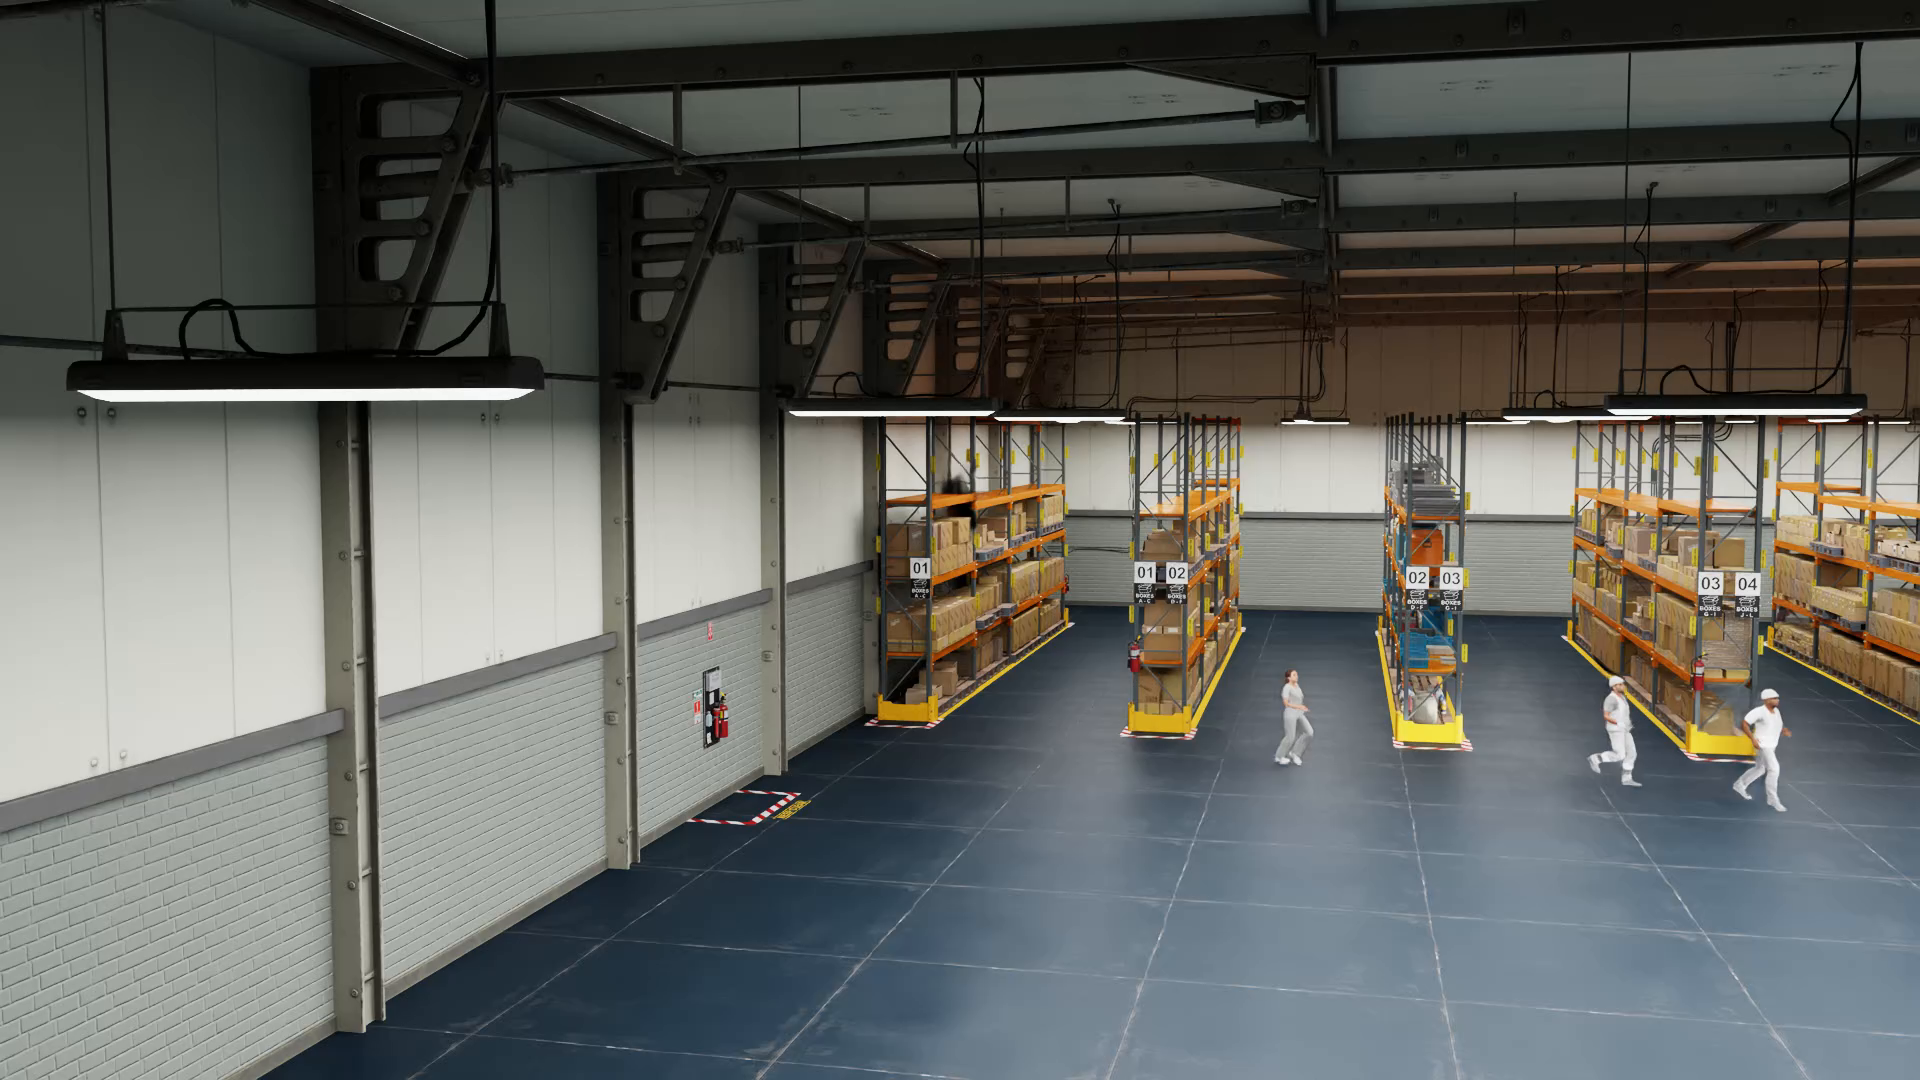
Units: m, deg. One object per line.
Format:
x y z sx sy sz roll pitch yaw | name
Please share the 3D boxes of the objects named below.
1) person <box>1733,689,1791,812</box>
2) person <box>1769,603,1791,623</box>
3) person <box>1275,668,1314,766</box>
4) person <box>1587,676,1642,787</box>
12.137 3.131 25.128 0.691 1.801 0.836 -4 5 -43 | person
22.134 1.864 44.753 0.608 1.671 0.678 1 4 16 | person
5.651 2.994 28.175 0.652 1.653 0.571 4 5 45 | person
10.535 3.049 26.677 0.848 1.748 0.669 4 5 43 | person
